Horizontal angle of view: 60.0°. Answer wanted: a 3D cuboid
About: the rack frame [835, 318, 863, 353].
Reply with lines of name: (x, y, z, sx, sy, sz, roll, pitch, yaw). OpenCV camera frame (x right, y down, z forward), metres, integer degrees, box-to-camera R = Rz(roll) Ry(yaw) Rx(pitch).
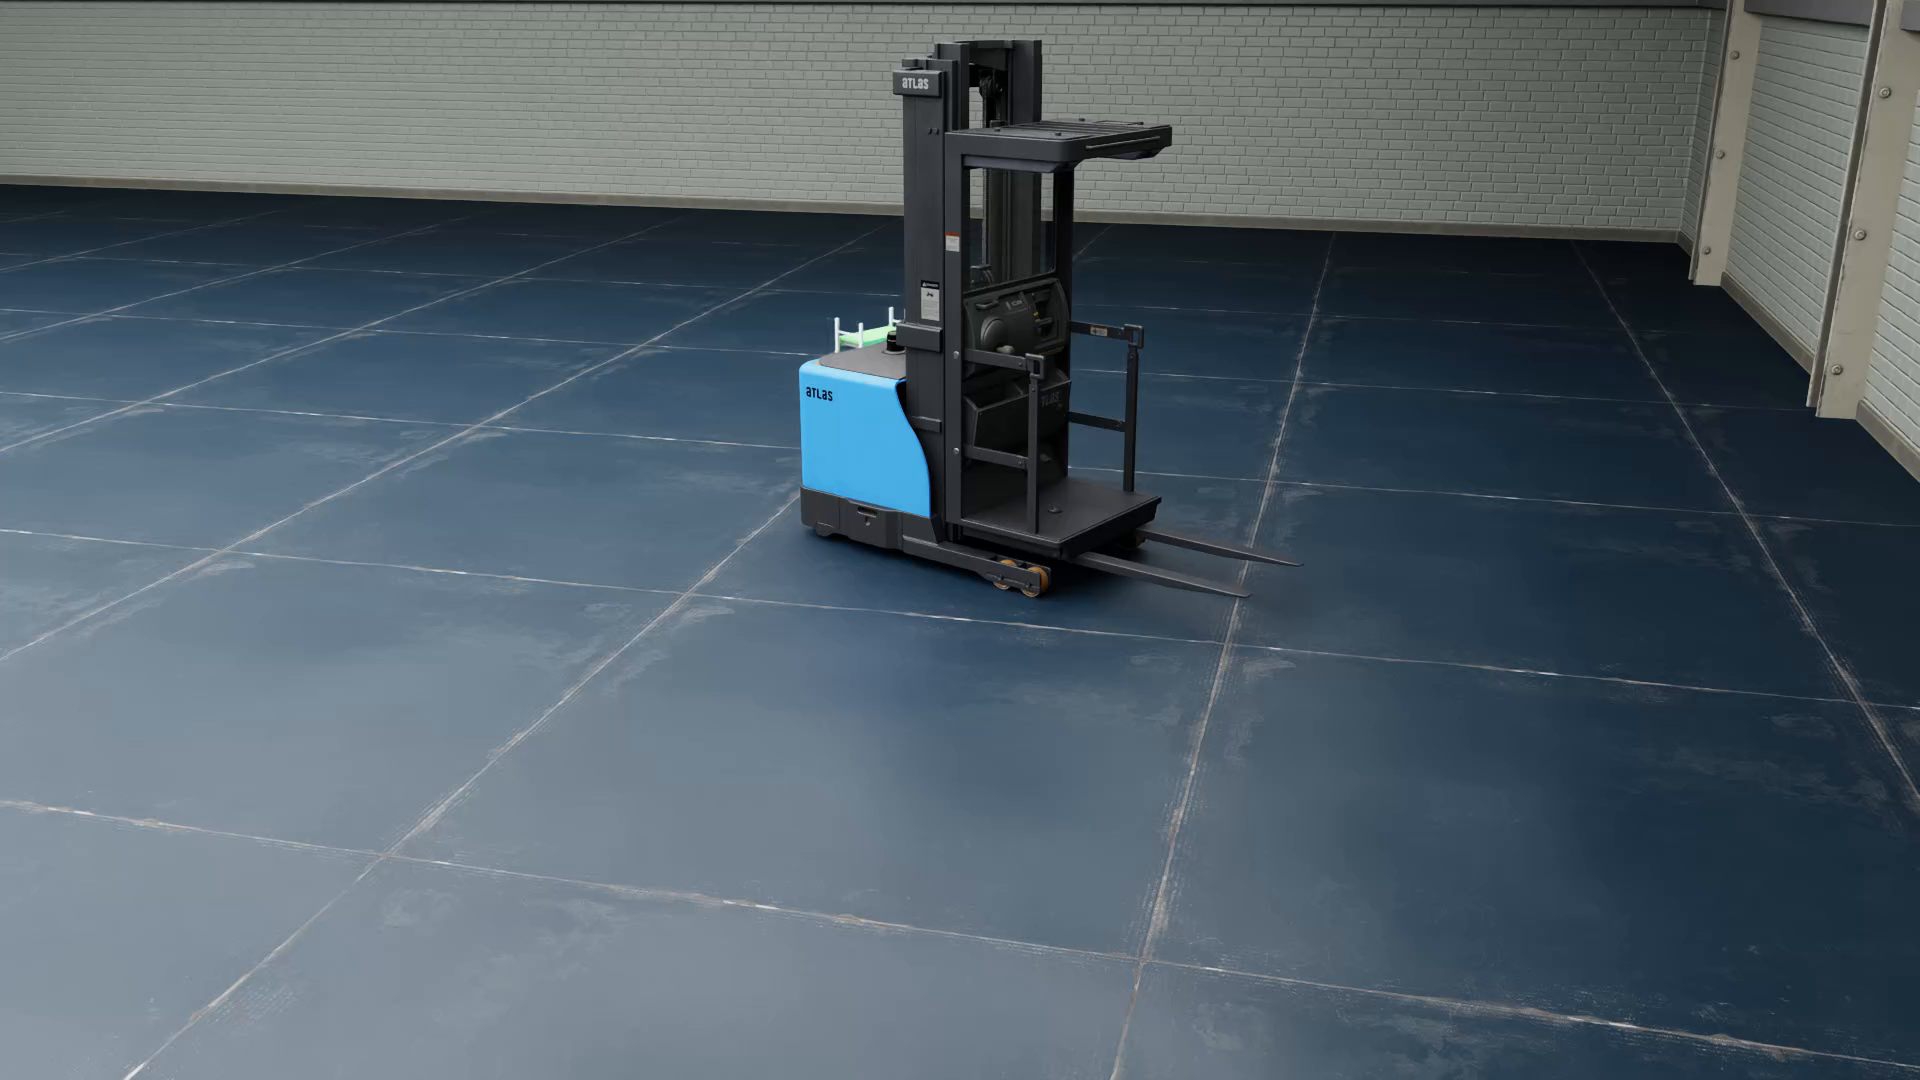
rack frame: (-0.708, -0.821, 10.730, 0.240, 1.200, 0.015, 17, 25, 40)

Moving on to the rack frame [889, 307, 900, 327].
rack frame: (-0.377, -0.937, 11.069, 0.240, 1.200, 0.015, 17, 25, 40)

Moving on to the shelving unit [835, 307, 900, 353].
shelving unit: (-0.543, -0.879, 10.900, 0.258, 1.200, 0.503, 17, 25, 40)

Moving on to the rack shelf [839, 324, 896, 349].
rack shelf: (-0.539, -1.272, 10.762, 0.258, 0.148, 0.480, 17, 25, 40)

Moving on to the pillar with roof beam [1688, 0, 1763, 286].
pillar with roof beam: (4.192, -7.491, 18.196, 9.100, 9.000, 0.400, 5, 19, 13)

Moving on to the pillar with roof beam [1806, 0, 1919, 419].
pillar with roof beam: (2.726, -5.610, 12.690, 9.100, 9.000, 0.400, 5, 19, 13)

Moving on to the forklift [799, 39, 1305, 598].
forklift: (0.494, -1.264, 9.354, 3.031, 2.935, 1.130, 14, 23, 35)
